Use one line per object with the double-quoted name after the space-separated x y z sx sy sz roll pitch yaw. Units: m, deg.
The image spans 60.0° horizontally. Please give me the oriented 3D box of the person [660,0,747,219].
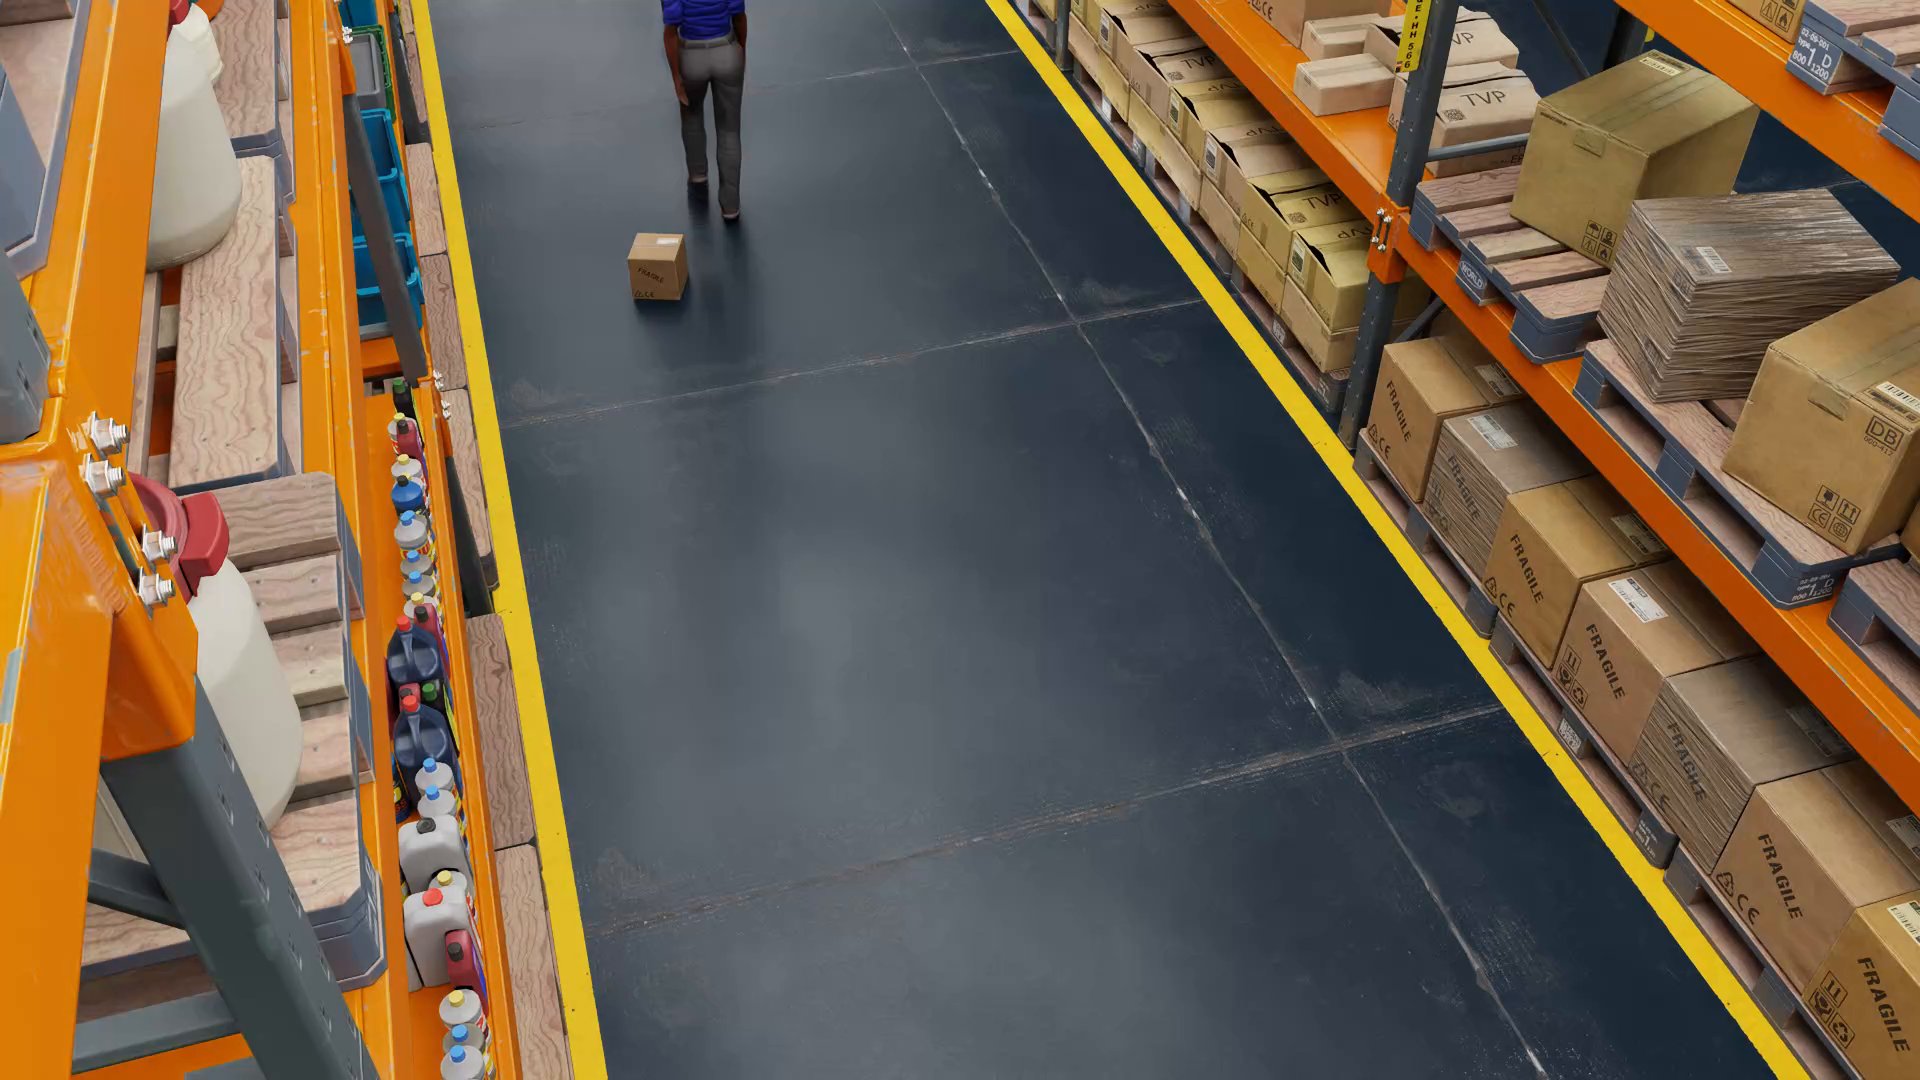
-1.349 -2.546 8.976 0.441 1.723 0.623 -5 43 -6 "person"
